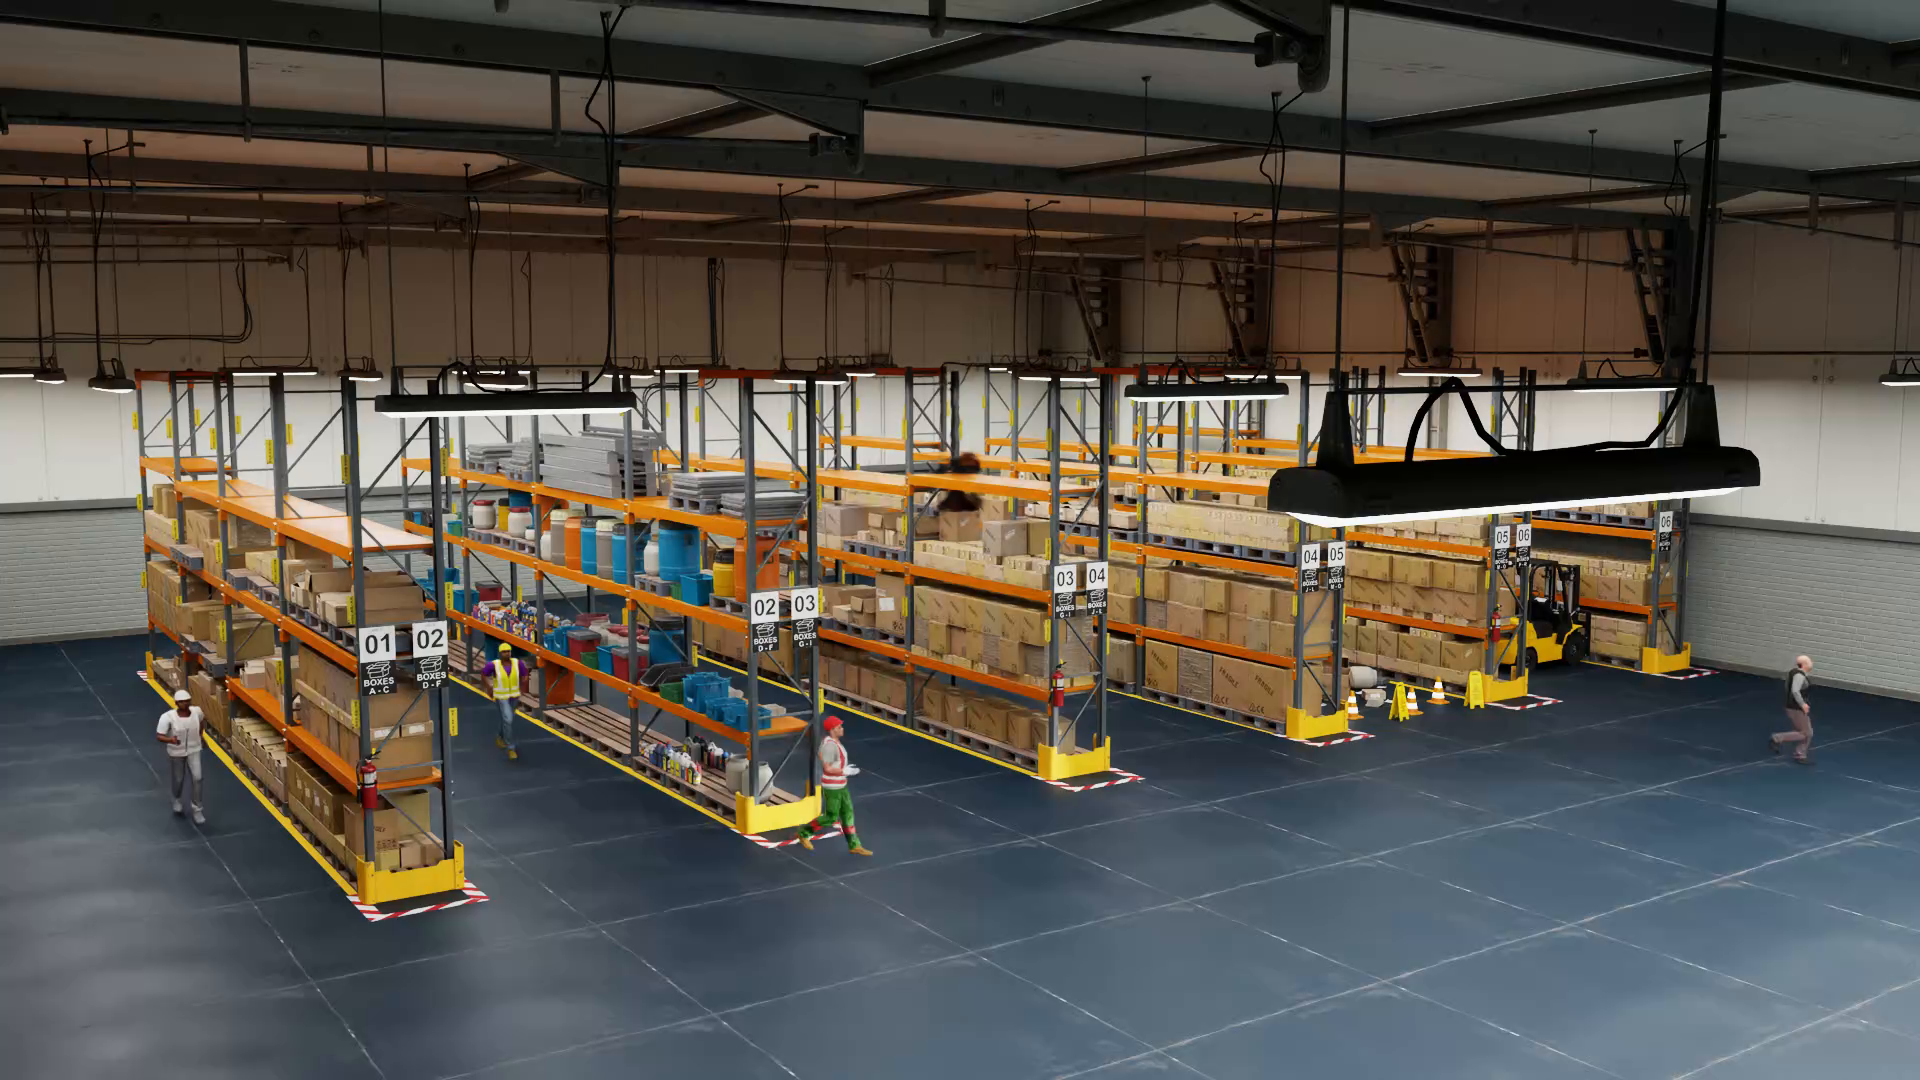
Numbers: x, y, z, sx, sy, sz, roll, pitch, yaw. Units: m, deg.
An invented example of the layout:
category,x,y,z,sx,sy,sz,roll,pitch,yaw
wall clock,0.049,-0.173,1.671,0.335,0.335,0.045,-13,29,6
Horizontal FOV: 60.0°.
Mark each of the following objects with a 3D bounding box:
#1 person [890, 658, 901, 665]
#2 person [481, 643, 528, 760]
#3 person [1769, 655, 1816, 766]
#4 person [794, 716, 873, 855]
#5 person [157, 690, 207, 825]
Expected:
category,x,y,z,sx,sy,sz,roll,pitch,yaw
person,-1.201,1.891,32.211,0.596,1.611,0.675,-4,8,-34
person,-7.124,2.501,26.202,0.672,1.809,0.872,-5,8,-40
person,12.873,2.613,25.671,0.680,1.694,0.681,2,7,18
person,-1.586,3.086,20.821,0.981,1.789,0.662,0,6,4
person,-10.537,2.904,22.551,0.640,1.796,0.890,-4,8,-34
